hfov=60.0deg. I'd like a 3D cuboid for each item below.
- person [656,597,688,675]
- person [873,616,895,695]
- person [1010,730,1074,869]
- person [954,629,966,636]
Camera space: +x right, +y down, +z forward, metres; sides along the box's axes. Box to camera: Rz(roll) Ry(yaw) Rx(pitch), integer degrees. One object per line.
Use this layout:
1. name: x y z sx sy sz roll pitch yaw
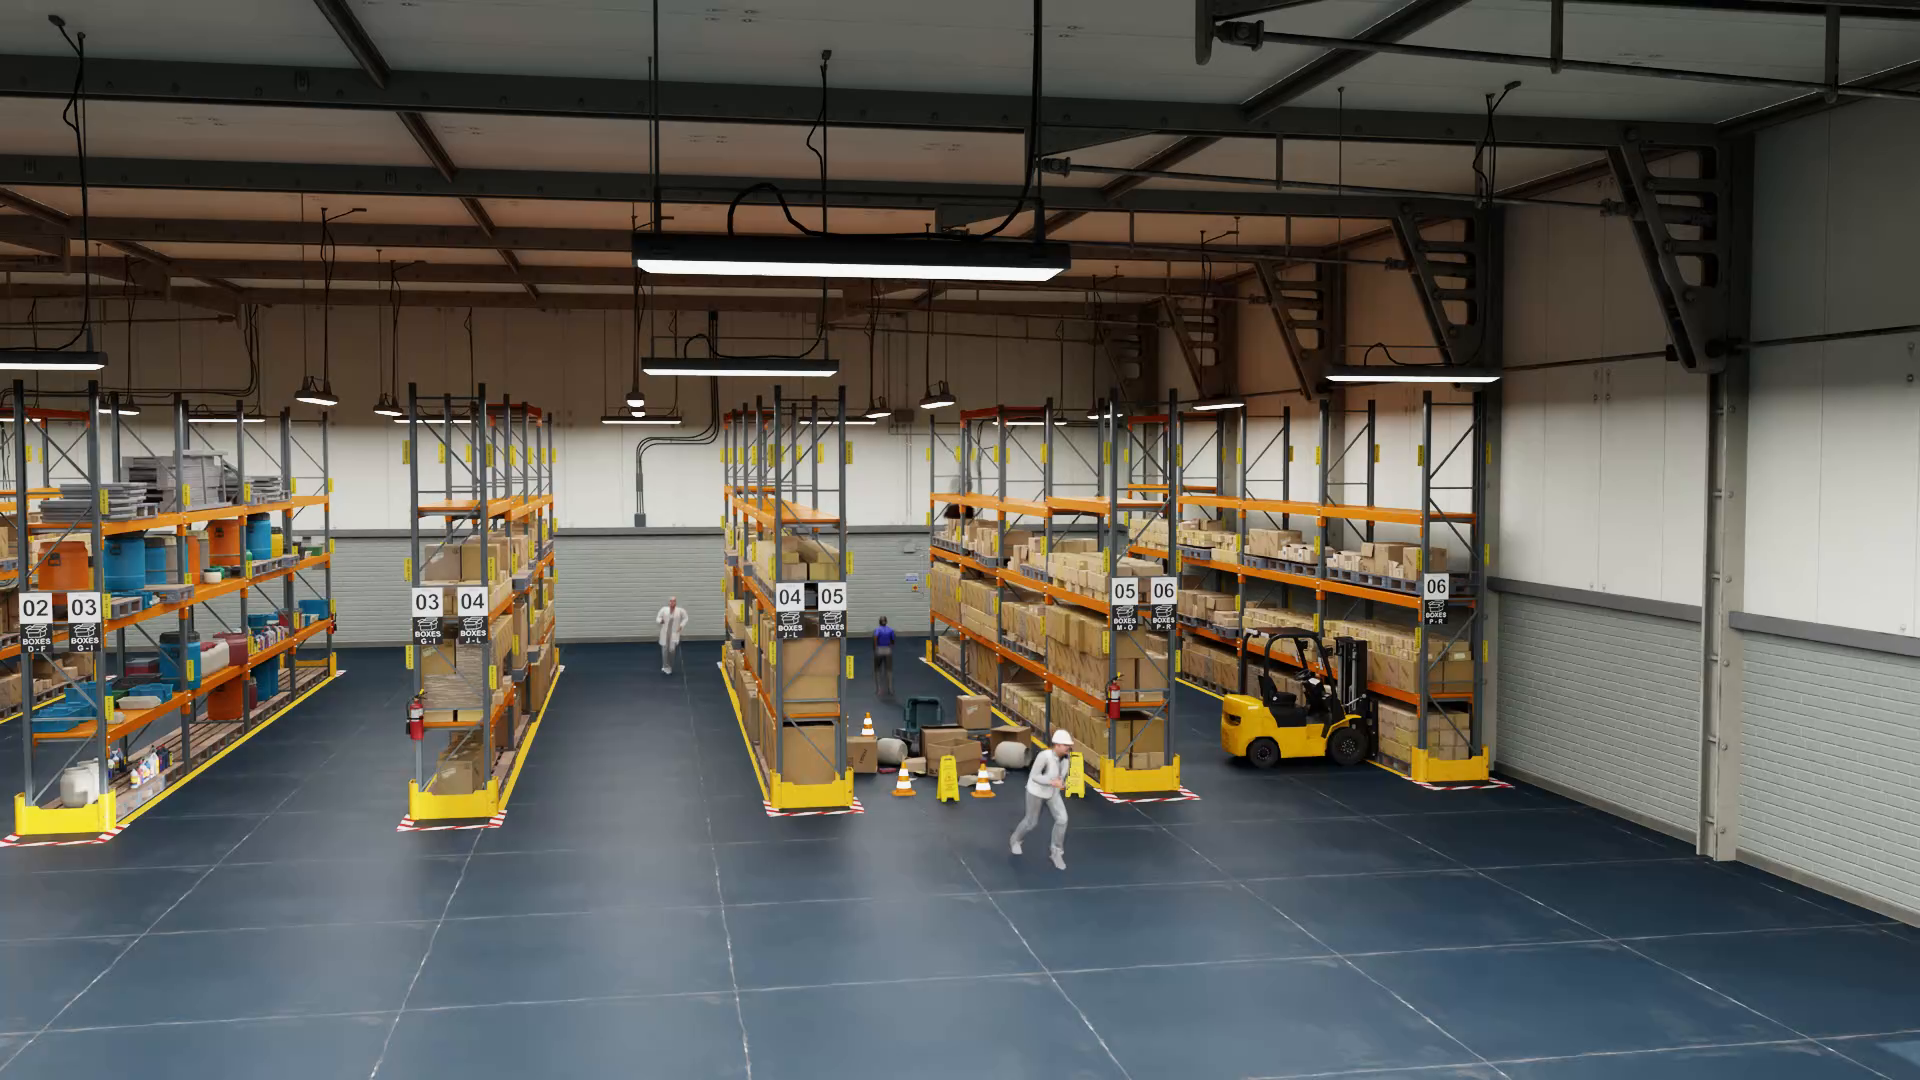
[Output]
1. person: -6.622 2.206 38.165 0.709 1.811 0.773 0 3 0
2. person: -1.585 2.435 34.565 0.505 1.716 0.817 -1 3 -15
3. person: 1.013 3.153 20.421 0.697 1.732 1.035 -3 4 -43
4. person: 0.078 2.069 41.677 0.873 1.599 0.530 -1 3 -12
